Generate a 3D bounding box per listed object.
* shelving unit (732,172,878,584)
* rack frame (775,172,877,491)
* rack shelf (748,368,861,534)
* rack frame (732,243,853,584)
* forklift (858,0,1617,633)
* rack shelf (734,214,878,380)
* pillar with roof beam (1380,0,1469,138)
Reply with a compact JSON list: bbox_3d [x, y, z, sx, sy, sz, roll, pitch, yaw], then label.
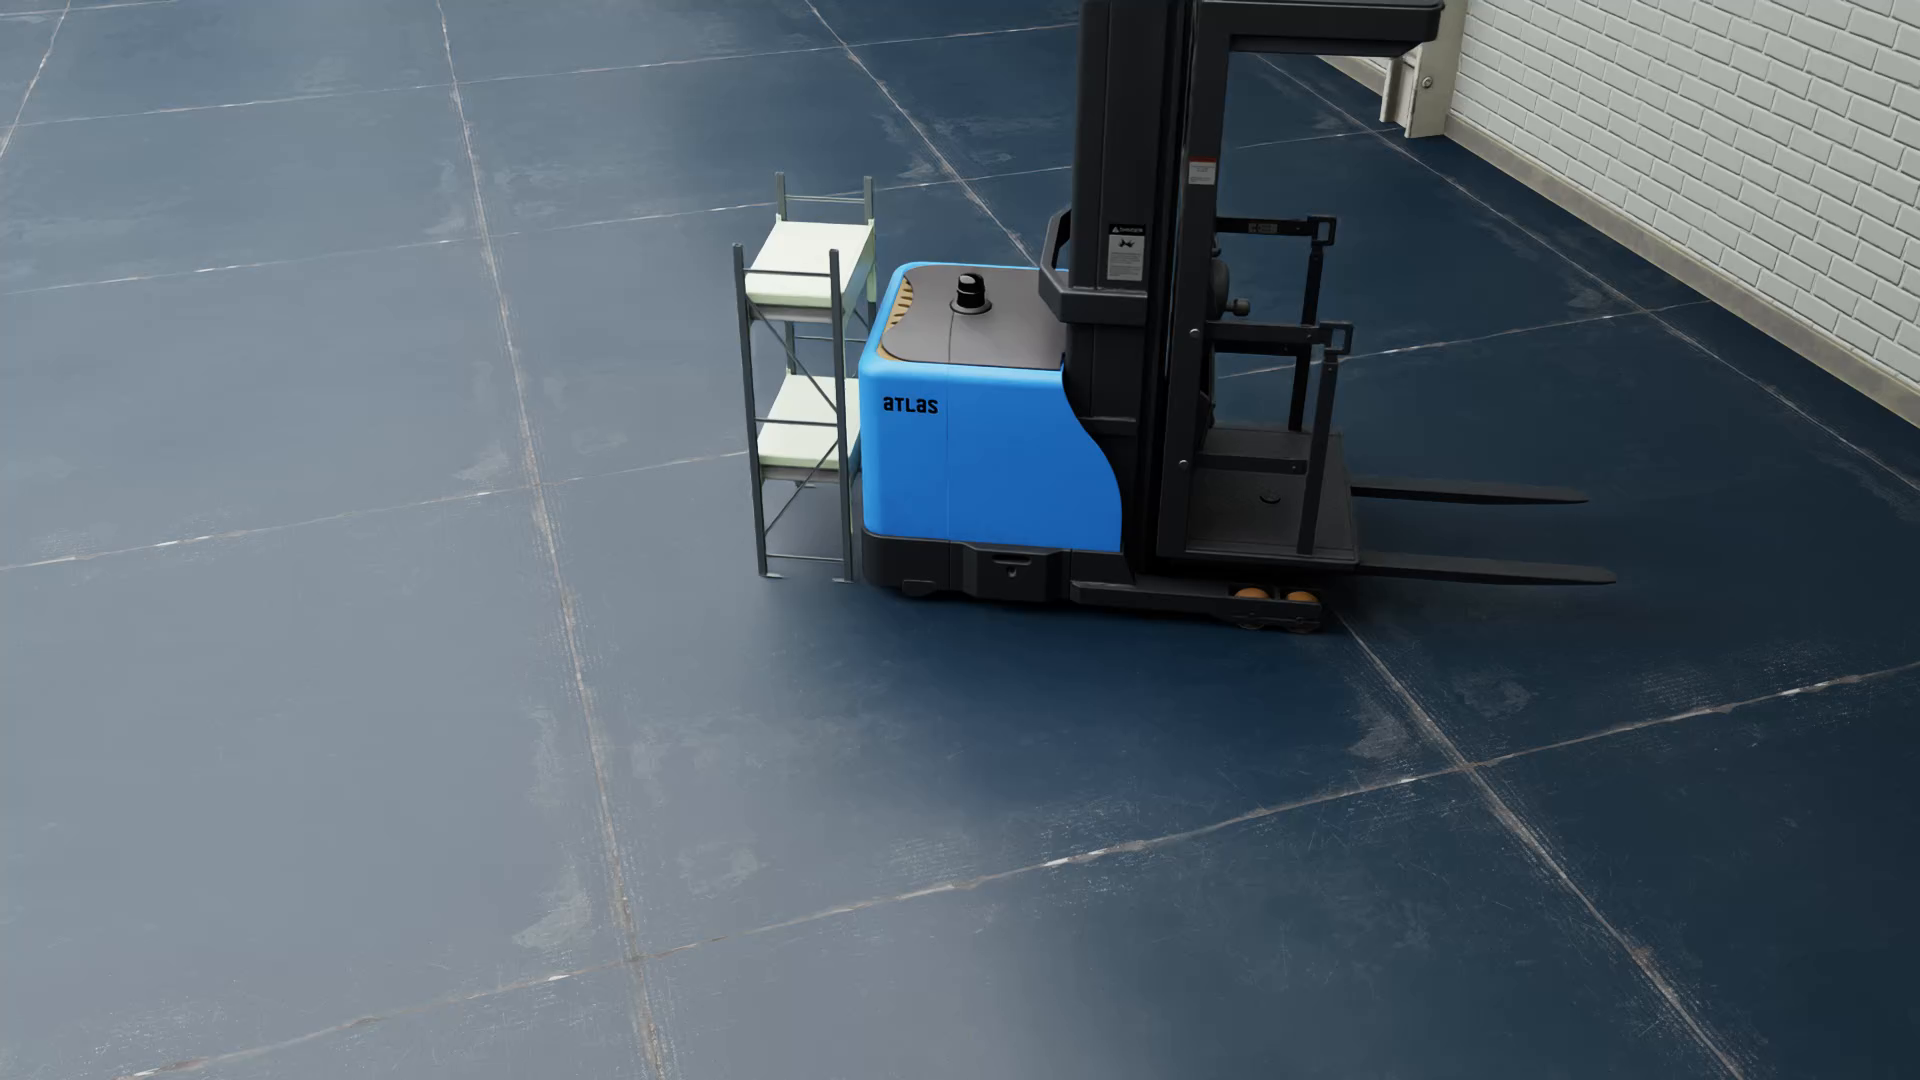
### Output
[{"bbox_3d":[-0.602,-0.662,6.891,0.431,1.500,0.755,4,34,6],"label":"shelving unit"},{"bbox_3d":[-0.556,-0.862,7.194,0.400,1.500,0.023,4,34,6],"label":"rack frame"},{"bbox_3d":[-0.602,-0.390,7.071,0.431,0.370,0.720,4,34,6],"label":"rack shelf"},{"bbox_3d":[-0.649,-0.462,6.588,0.400,1.500,0.023,4,34,6],"label":"rack frame"},{"bbox_3d":[1.151,-1.162,6.350,3.031,2.935,1.130,4,34,6],"label":"forklift"},{"bbox_3d":[-0.602,-0.988,6.676,0.431,0.370,0.720,4,34,6],"label":"rack shelf"},{"bbox_3d":[-0.934,-5.921,8.047,9.100,9.000,0.400,-10,35,-15],"label":"pillar with roof beam"}]
